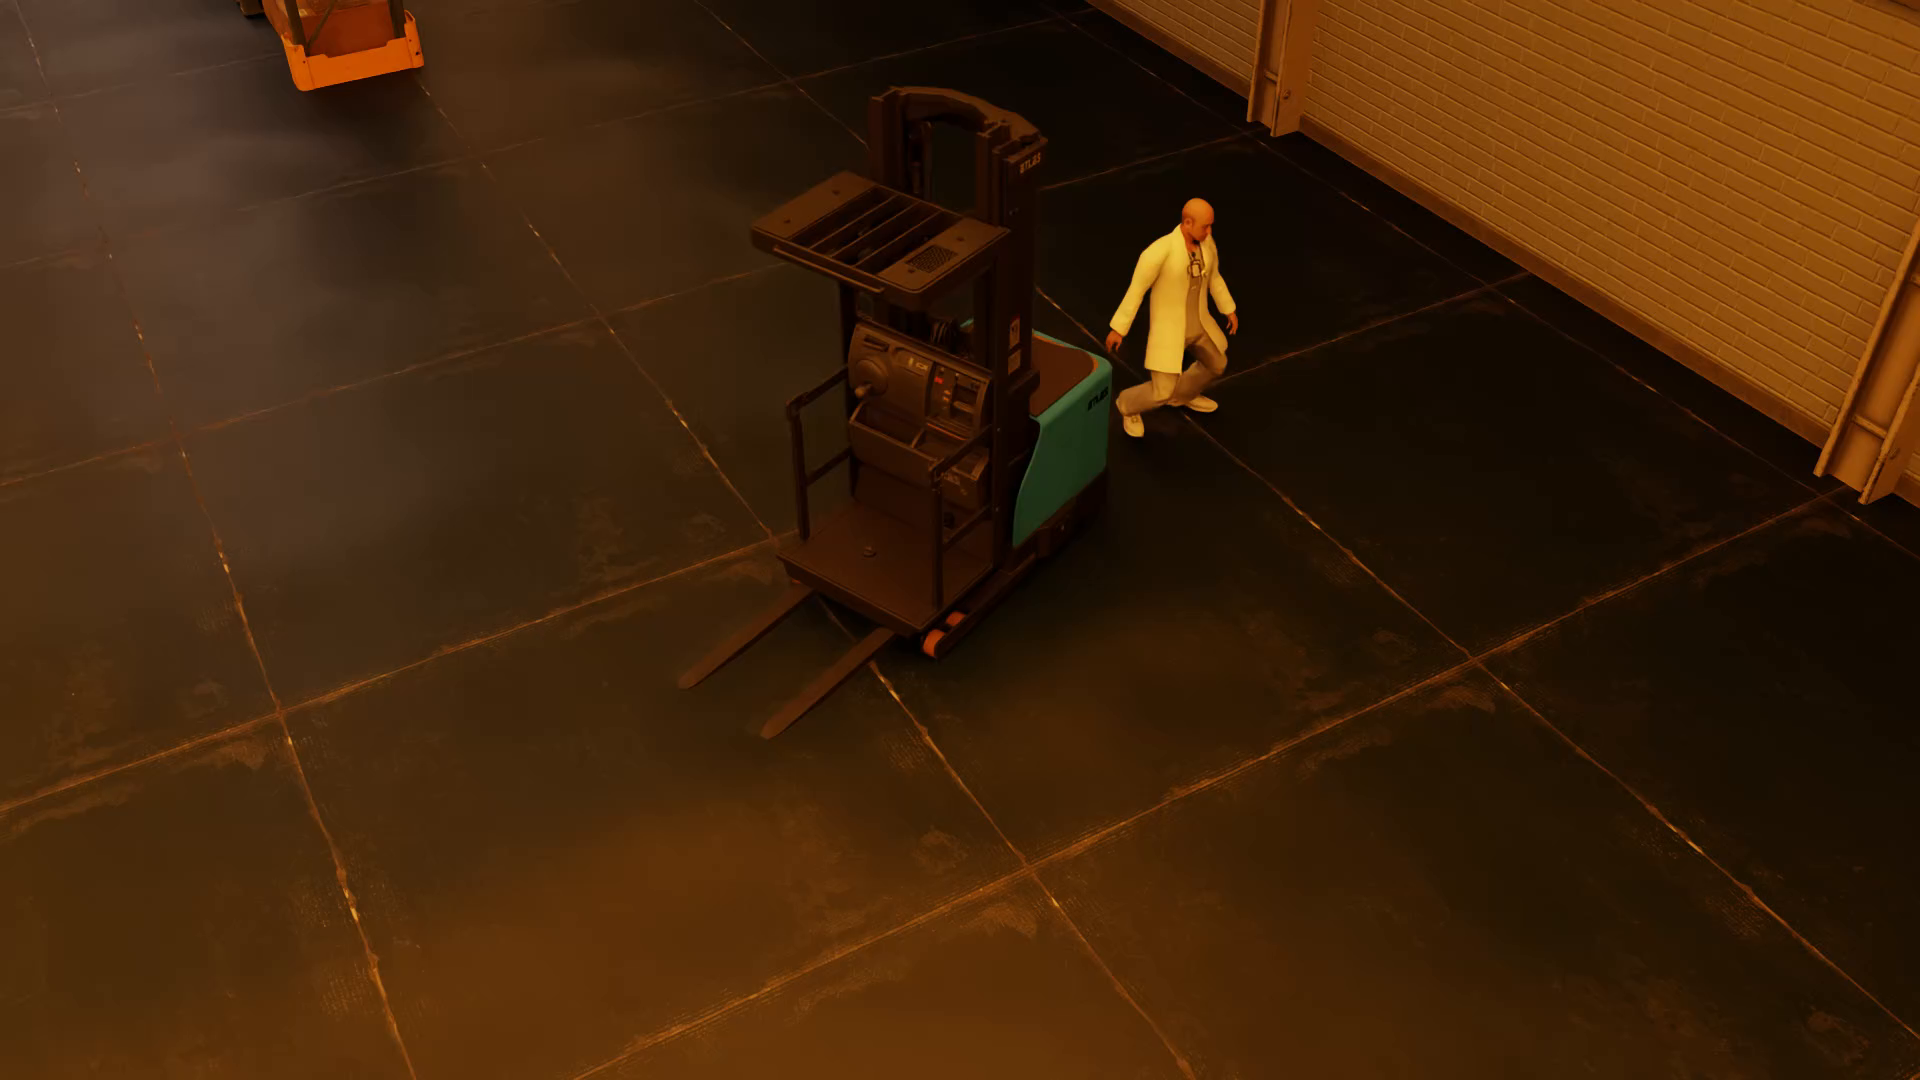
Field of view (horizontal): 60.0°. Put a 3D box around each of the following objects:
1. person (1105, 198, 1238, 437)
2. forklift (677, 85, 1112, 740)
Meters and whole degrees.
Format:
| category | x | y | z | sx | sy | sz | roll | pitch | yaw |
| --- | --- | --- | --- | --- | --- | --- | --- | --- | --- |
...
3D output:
| category | x | y | z | sx | sy | sz | roll | pitch | yaw |
| --- | --- | --- | --- | --- | --- | --- | --- | --- | --- |
| person | 1.377 | -1.403 | 10.659 | 0.942 | 1.658 | 0.572 | -21 | 44 | -24 |
| forklift | -0.361 | -0.809 | 9.012 | 1.130 | 2.935 | 3.031 | 26 | 46 | 28 |
